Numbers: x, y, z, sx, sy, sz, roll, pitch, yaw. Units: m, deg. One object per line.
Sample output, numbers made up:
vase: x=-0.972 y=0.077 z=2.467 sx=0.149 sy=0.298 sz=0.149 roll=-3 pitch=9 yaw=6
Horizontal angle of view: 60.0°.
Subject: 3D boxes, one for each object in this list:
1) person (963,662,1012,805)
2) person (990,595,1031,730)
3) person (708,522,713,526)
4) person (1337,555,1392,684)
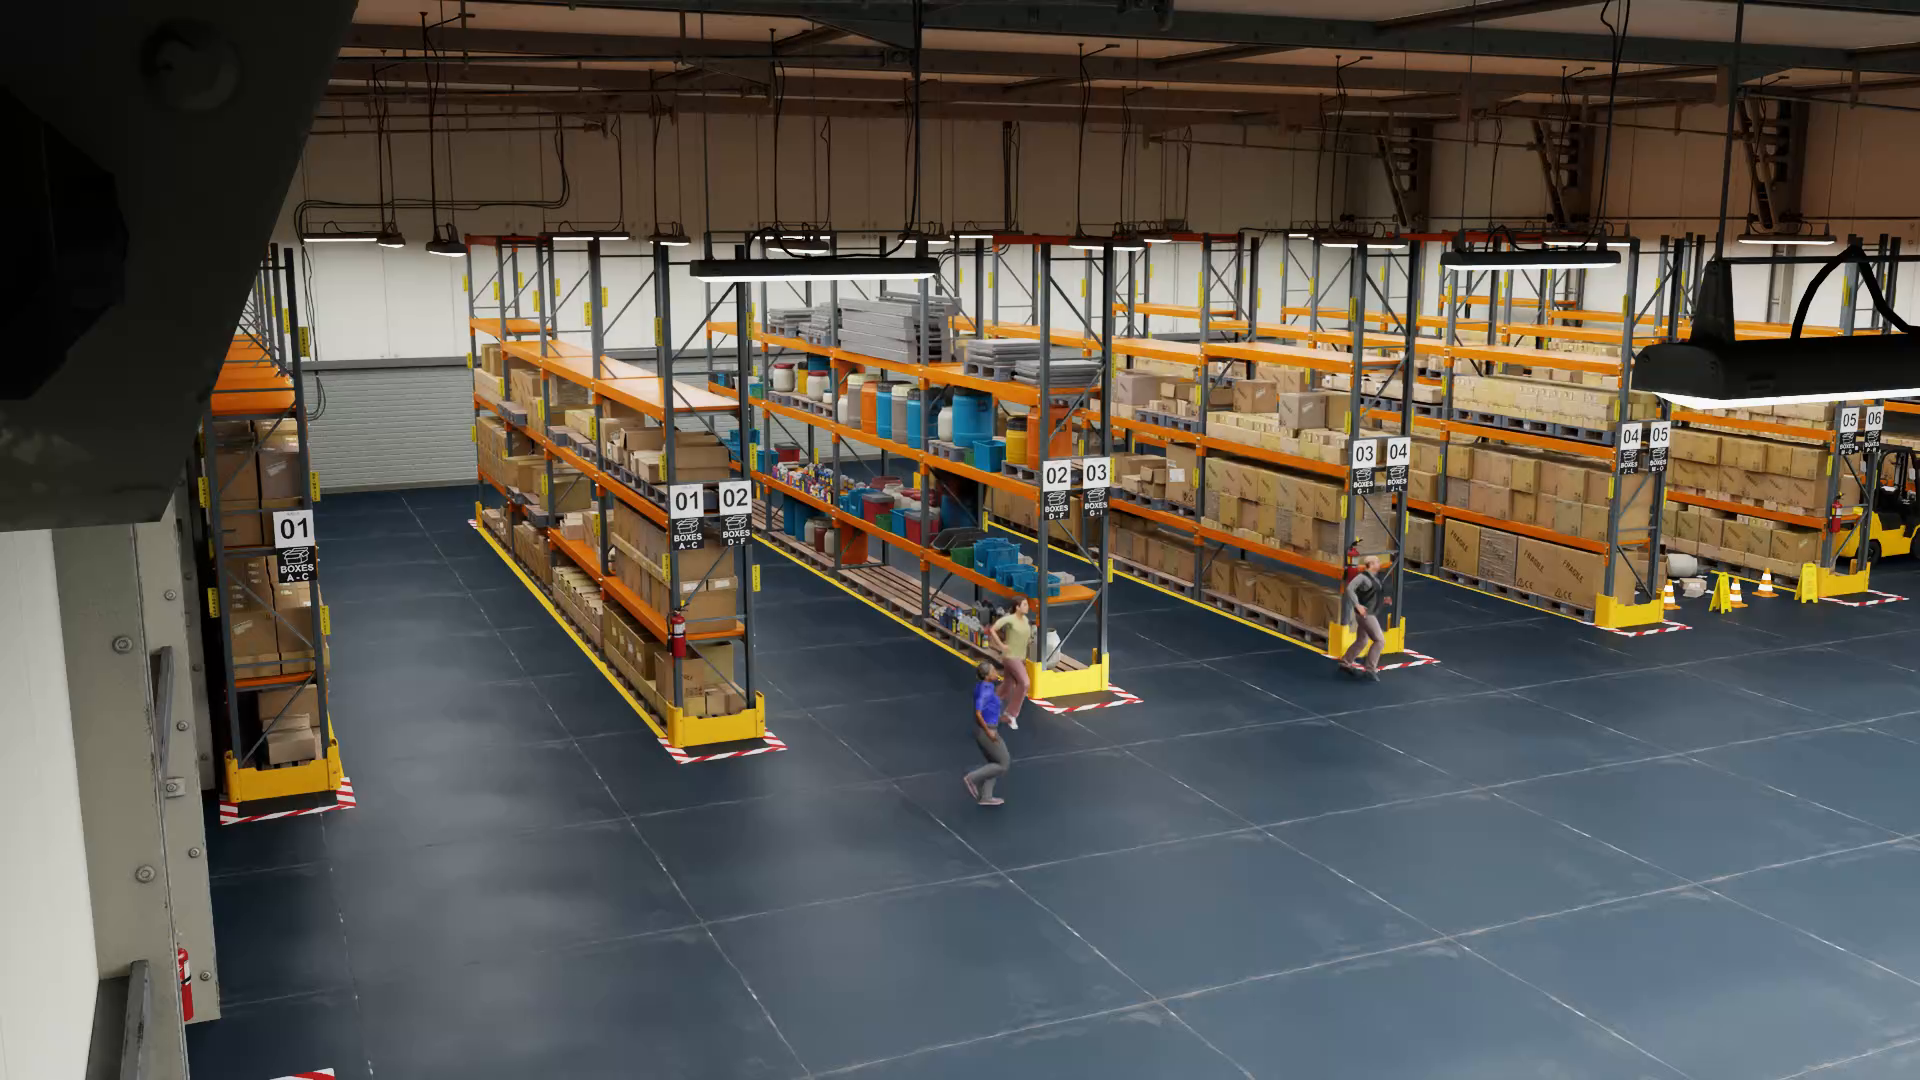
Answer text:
person: x=0.310 y=2.111 z=18.057 sx=0.533 sy=1.597 sz=0.588 roll=-2 pitch=11 yaw=-12
person: x=0.654 y=1.513 z=21.100 sx=0.701 sy=1.667 sz=0.606 roll=7 pitch=13 yaw=32
person: x=-4.576 y=-0.163 z=29.551 sx=0.580 sy=1.715 sz=0.694 roll=-8 pitch=14 yaw=-36
person: x=5.657 y=1.085 z=23.146 sx=0.702 sy=1.753 sz=0.659 roll=5 pitch=12 yaw=23
